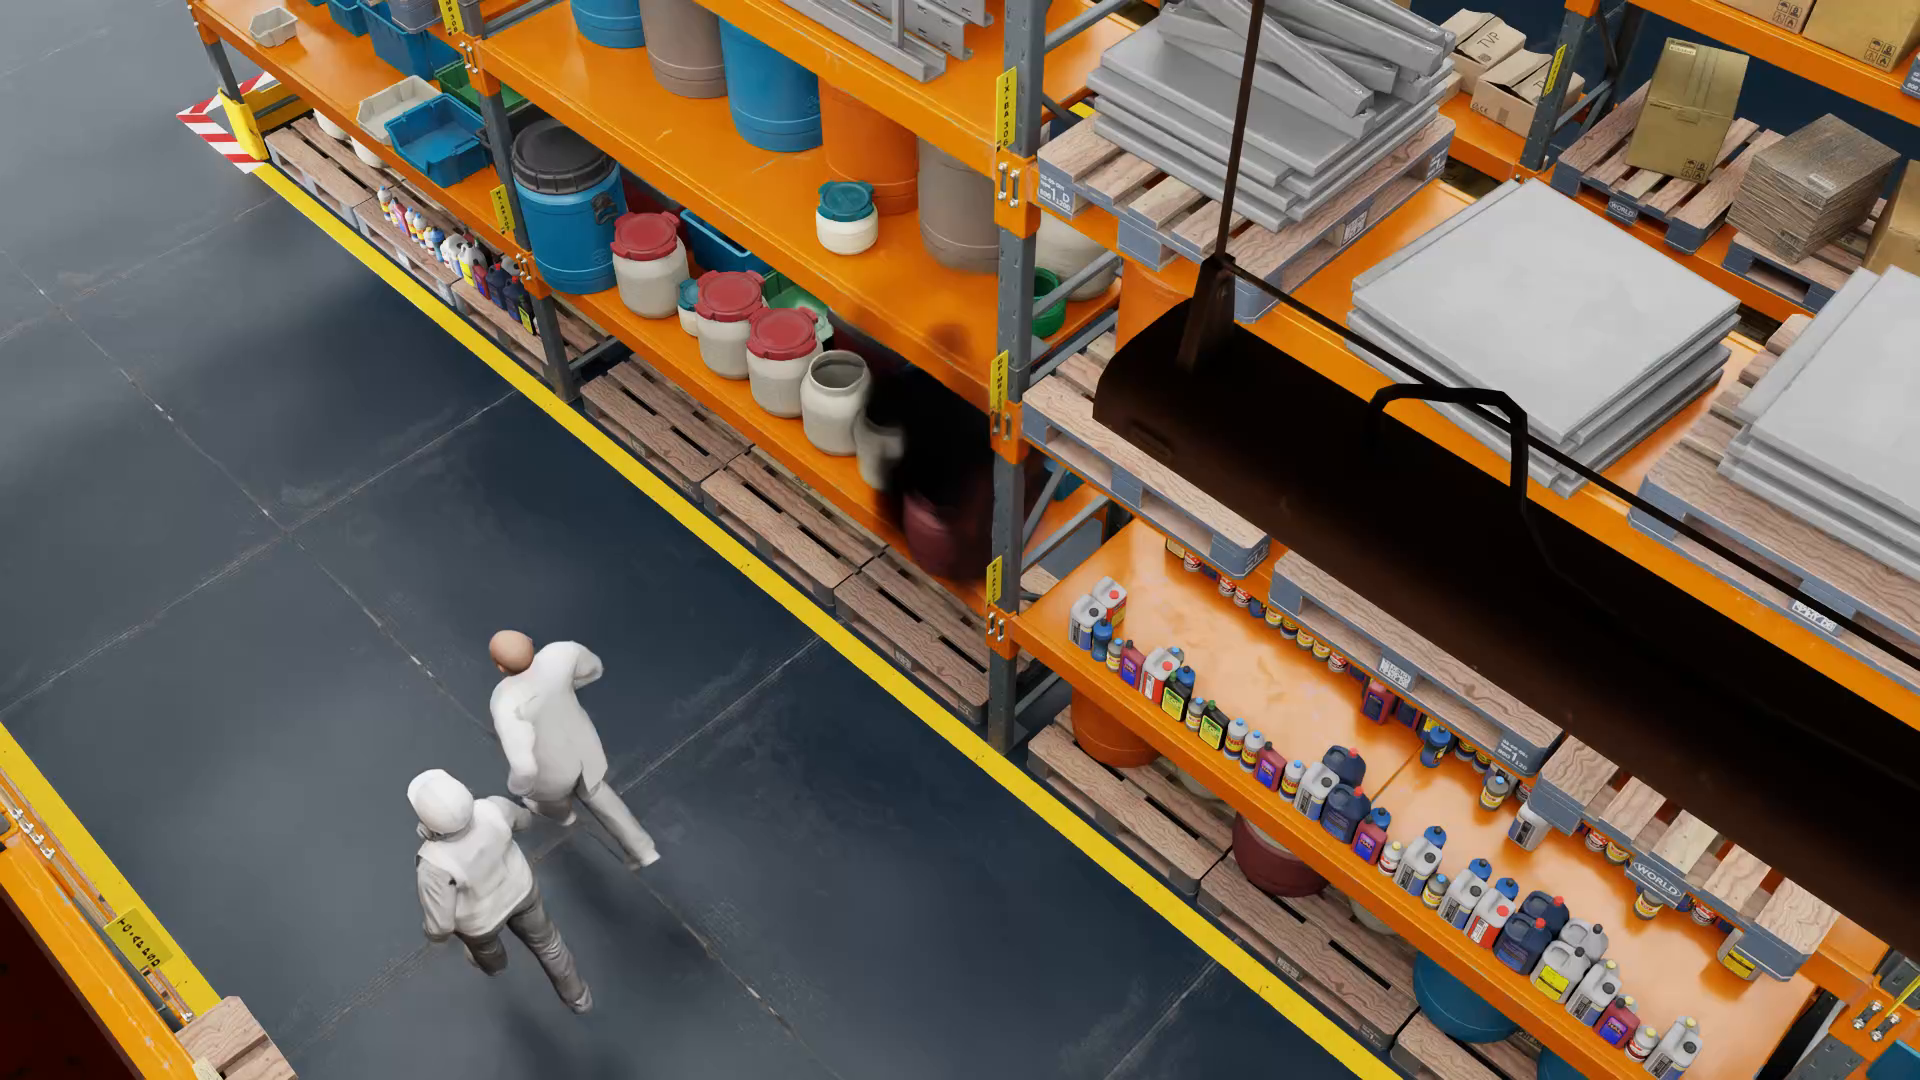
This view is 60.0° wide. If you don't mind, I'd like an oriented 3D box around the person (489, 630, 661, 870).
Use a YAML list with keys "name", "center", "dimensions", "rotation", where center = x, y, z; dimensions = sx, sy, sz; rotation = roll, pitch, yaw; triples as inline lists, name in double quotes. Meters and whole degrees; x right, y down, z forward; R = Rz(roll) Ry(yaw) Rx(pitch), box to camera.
- name: "person"
  center: [-1.938, 1.016, 8.016]
  dimensions: [0.979, 1.795, 0.734]
  rotation: [26, 55, 20]

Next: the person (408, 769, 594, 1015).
- name: "person"
  center: [-2.132, 1.615, 7.502]
  dimensions: [0.808, 1.822, 0.676]
  rotation: [33, 57, 24]
